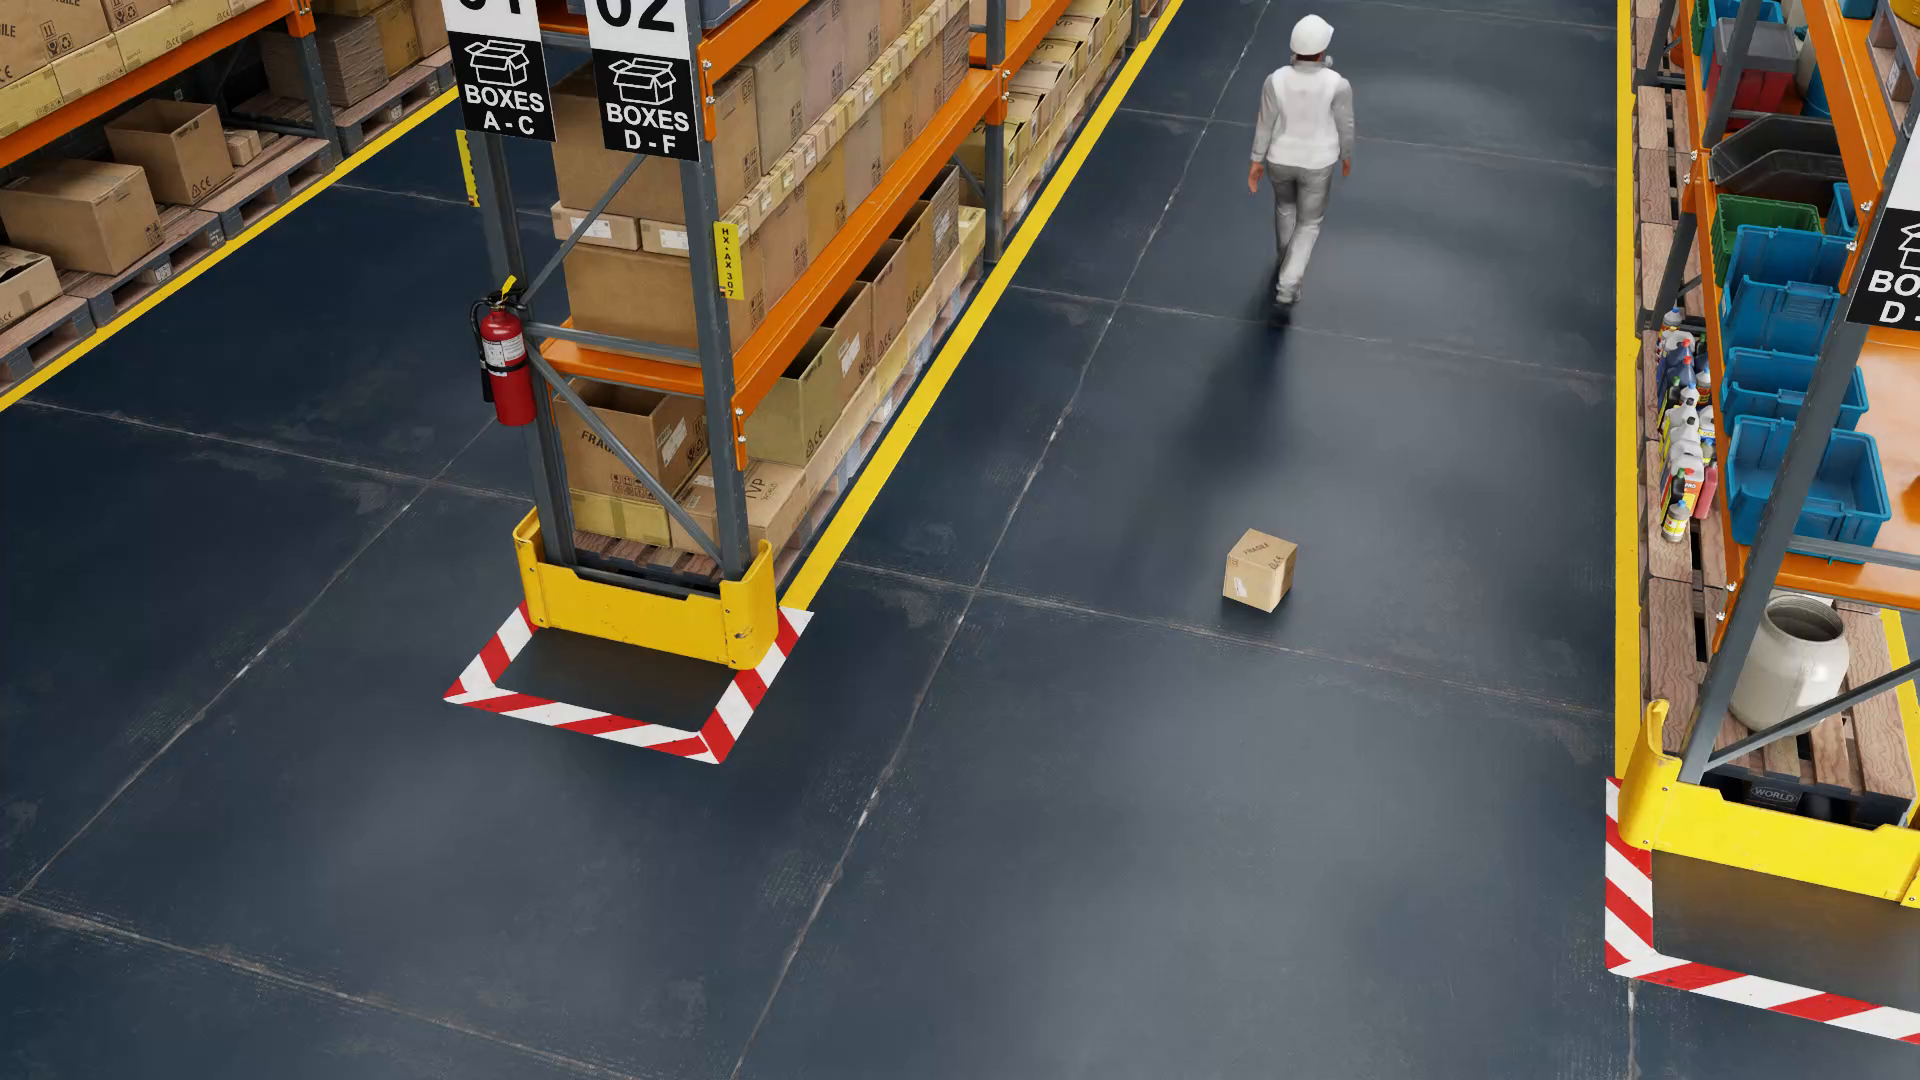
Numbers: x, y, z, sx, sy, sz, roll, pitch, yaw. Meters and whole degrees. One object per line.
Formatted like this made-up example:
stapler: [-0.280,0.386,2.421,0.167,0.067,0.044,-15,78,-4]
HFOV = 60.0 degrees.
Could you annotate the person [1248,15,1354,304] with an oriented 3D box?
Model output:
person: [2.056,-2.302,9.959,0.558,1.729,1.013,16,40,20]
